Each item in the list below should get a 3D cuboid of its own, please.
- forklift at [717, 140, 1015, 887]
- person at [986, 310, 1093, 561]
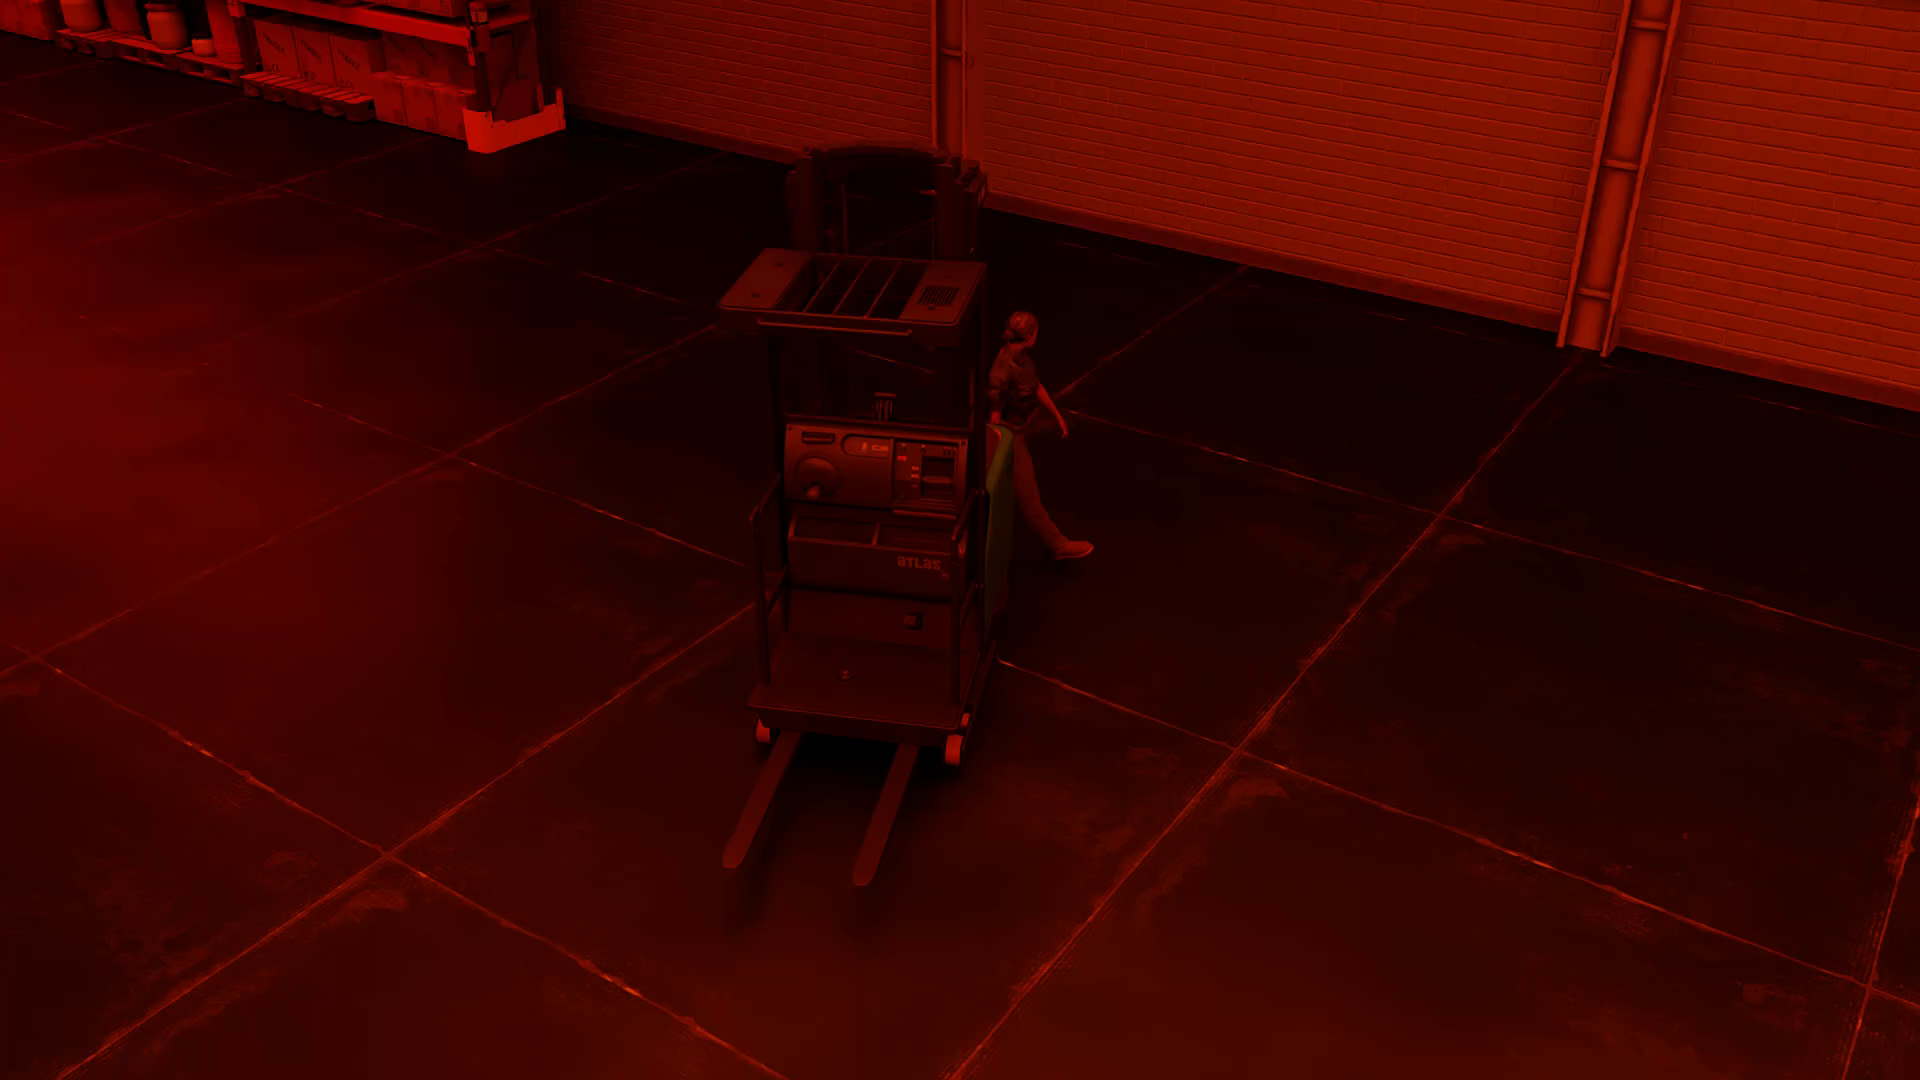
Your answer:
[{"bbox_3d":[-0.460,-0.311,8.117,1.130,2.935,3.031,6,31,9],"label":"forklift"},{"bbox_3d":[0.404,-0.585,9.911,0.865,1.612,0.635,7,31,11],"label":"person"}]
